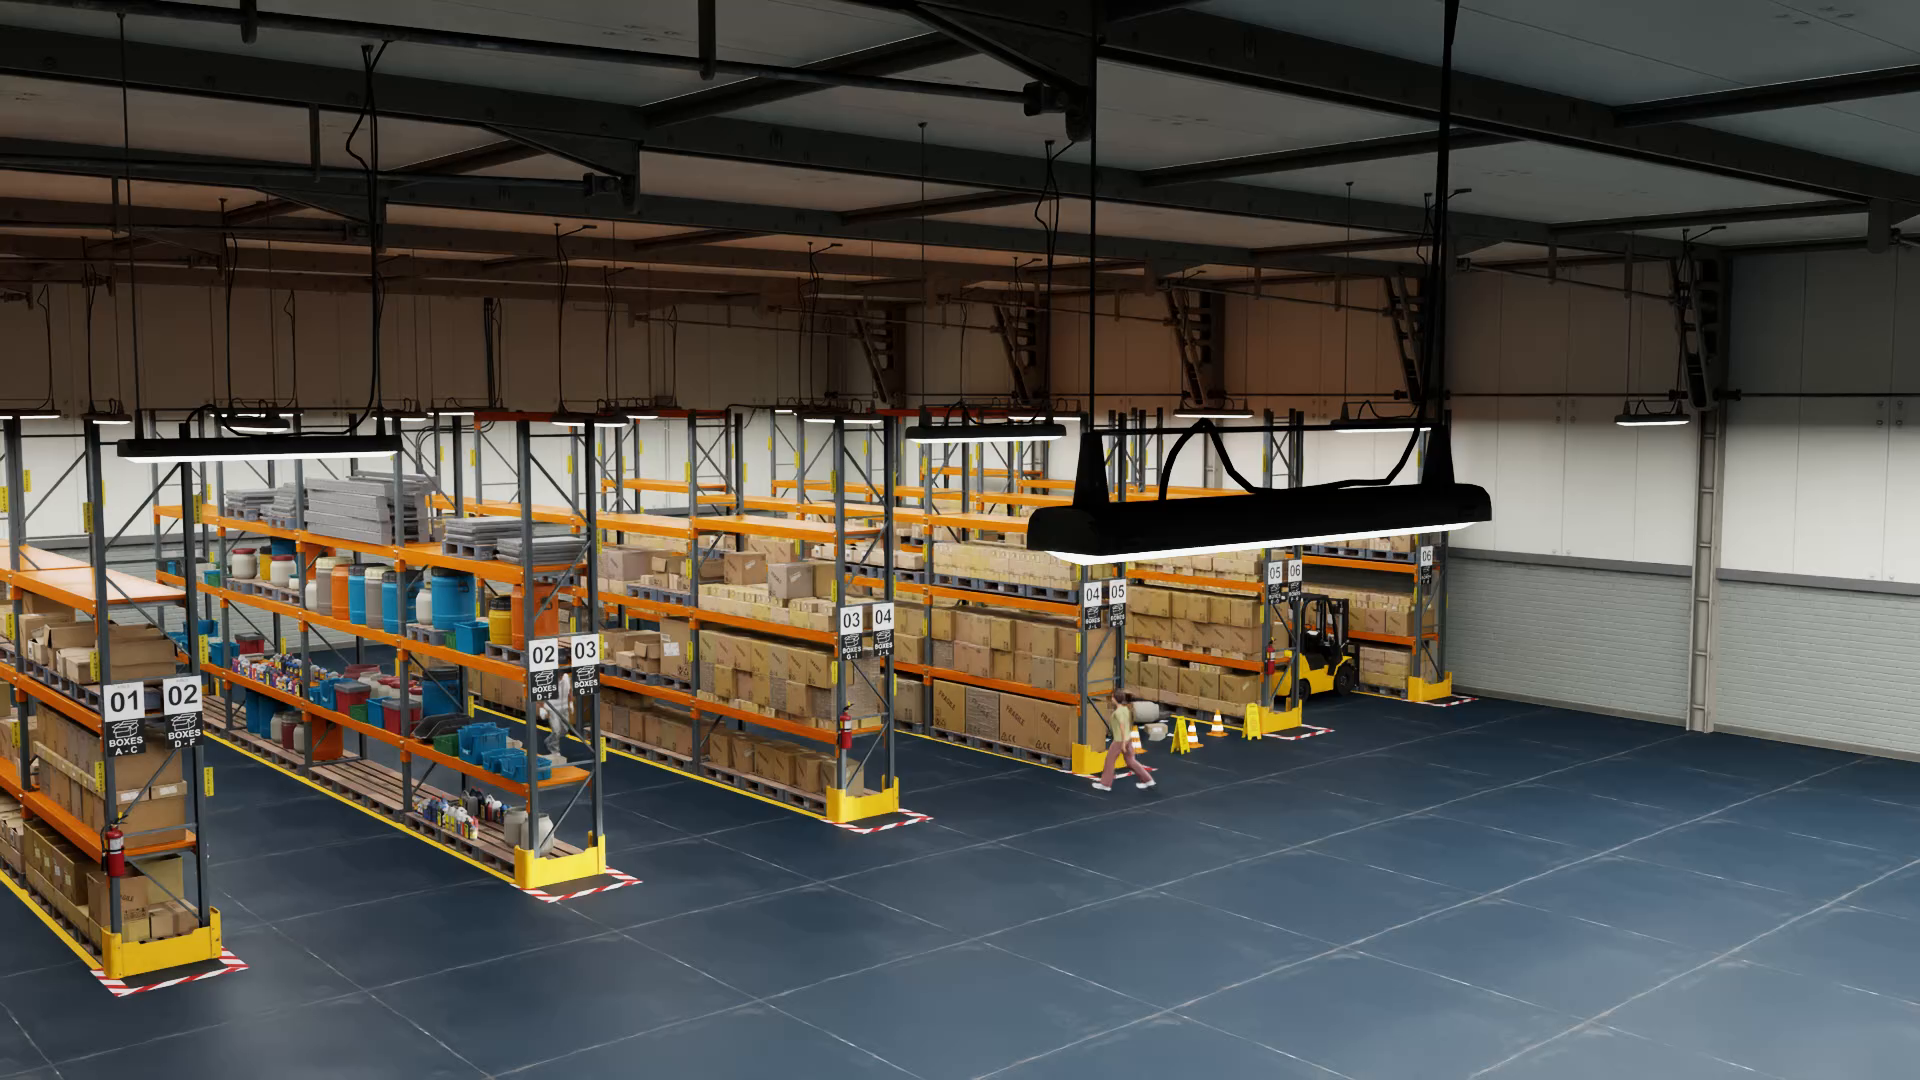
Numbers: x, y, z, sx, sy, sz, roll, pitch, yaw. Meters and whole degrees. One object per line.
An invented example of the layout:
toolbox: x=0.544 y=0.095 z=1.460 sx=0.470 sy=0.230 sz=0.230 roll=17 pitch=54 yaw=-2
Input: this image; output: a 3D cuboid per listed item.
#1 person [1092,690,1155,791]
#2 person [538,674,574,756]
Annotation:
person: x=2.611 y=3.196 z=26.482 sx=0.998 sy=1.627 sz=0.471 roll=2 pitch=5 yaw=20
person: x=-7.055 y=2.927 z=28.859 sx=0.705 sy=1.762 sz=0.642 roll=4 pitch=6 yaw=39
